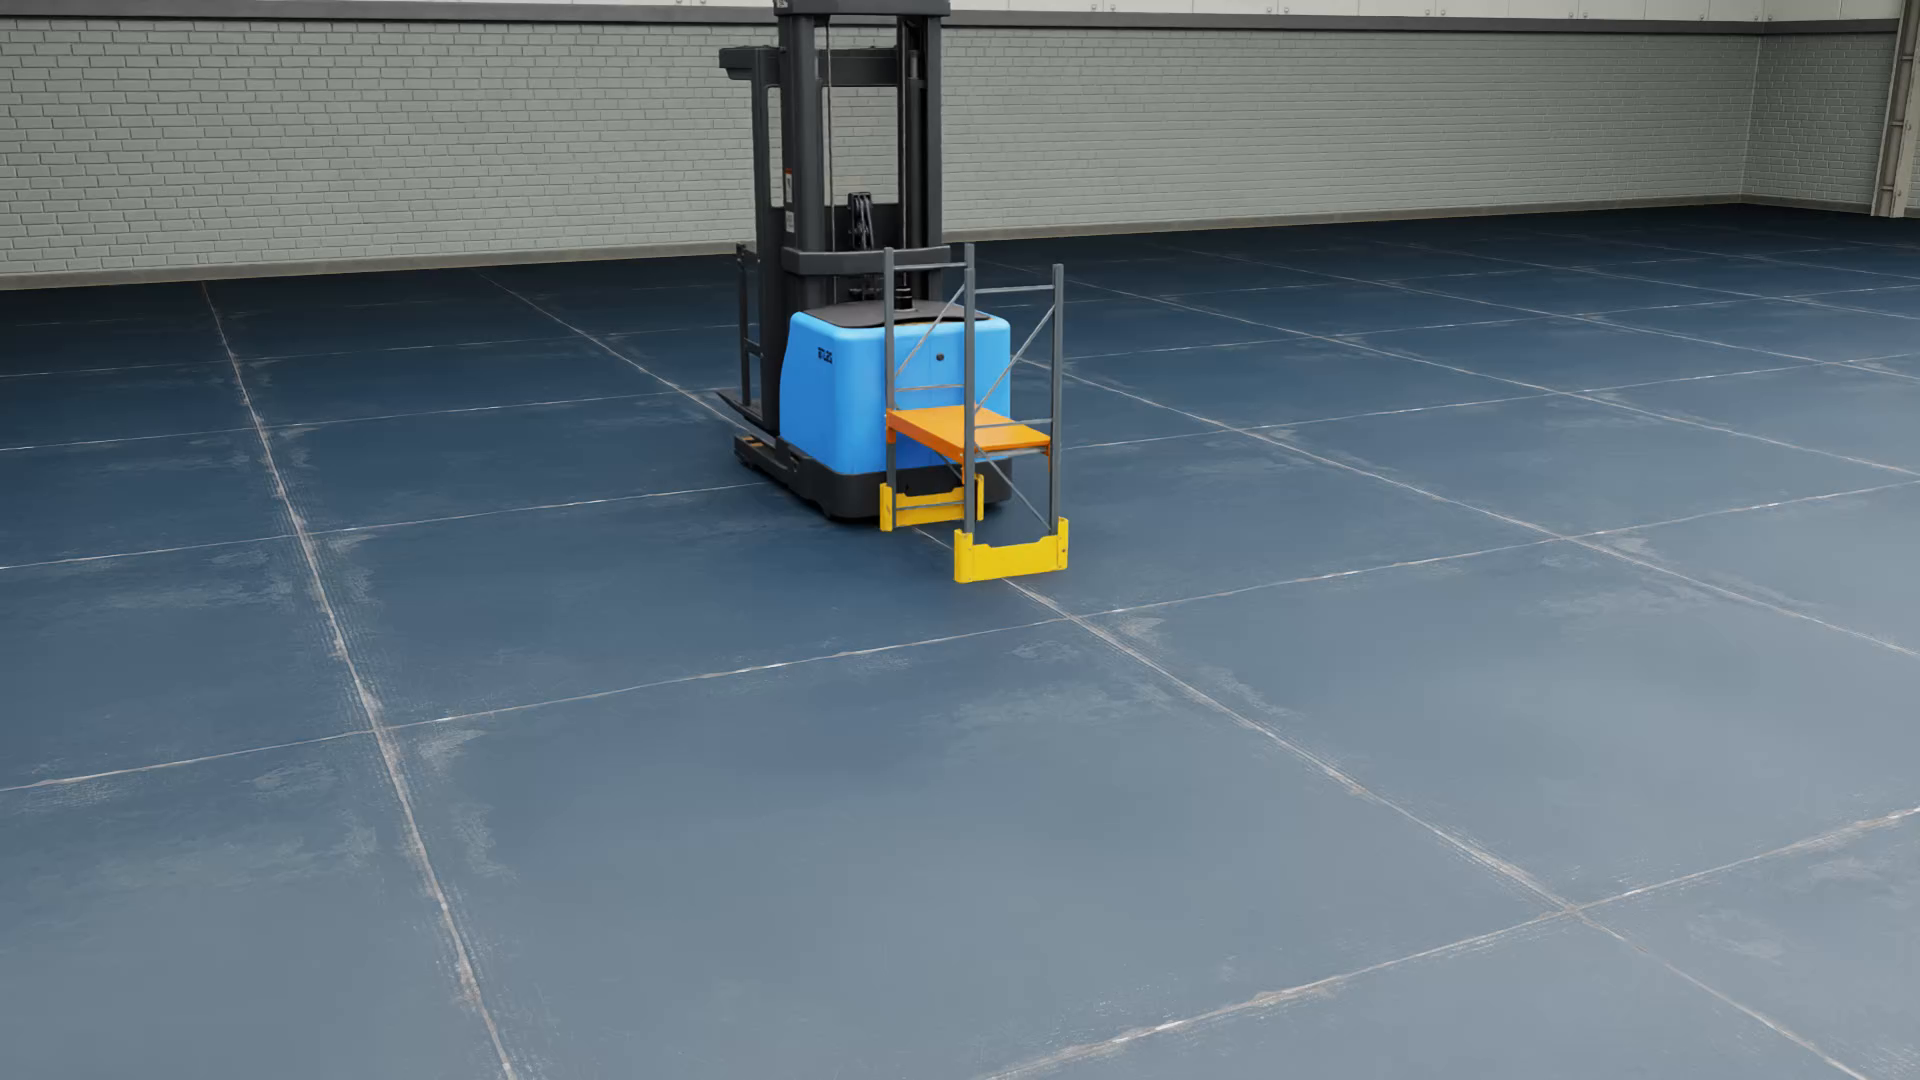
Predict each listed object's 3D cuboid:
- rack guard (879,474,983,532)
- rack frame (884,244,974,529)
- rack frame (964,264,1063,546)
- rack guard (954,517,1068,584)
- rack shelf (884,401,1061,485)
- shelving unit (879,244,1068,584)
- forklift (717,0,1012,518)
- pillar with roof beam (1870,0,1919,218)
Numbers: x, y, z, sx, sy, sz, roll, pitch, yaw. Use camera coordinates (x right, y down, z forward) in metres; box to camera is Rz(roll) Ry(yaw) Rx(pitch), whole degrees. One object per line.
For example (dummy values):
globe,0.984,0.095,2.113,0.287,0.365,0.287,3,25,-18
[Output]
rack guard,-0.151,-0.202,9.001,0.587,0.250,0.087,-7,17,-23
rack frame,-0.159,-0.808,8.846,0.500,1.500,0.032,-7,17,-23
rack frame,0.253,-0.551,7.953,0.500,1.500,0.032,-7,17,-23
rack guard,0.252,0.049,8.126,0.587,0.250,0.087,-7,17,-23
rack shelf,0.047,-0.507,8.449,0.538,0.185,1.000,-7,17,-23
shelving unit,0.050,-0.677,8.391,0.587,1.500,1.083,-7,17,-23
forklift,-0.769,-1.887,10.014,1.130,2.935,3.031,-7,17,-23
pillar with roof beam,11.315,-9.108,24.176,9.100,9.000,0.400,-8,18,-25
